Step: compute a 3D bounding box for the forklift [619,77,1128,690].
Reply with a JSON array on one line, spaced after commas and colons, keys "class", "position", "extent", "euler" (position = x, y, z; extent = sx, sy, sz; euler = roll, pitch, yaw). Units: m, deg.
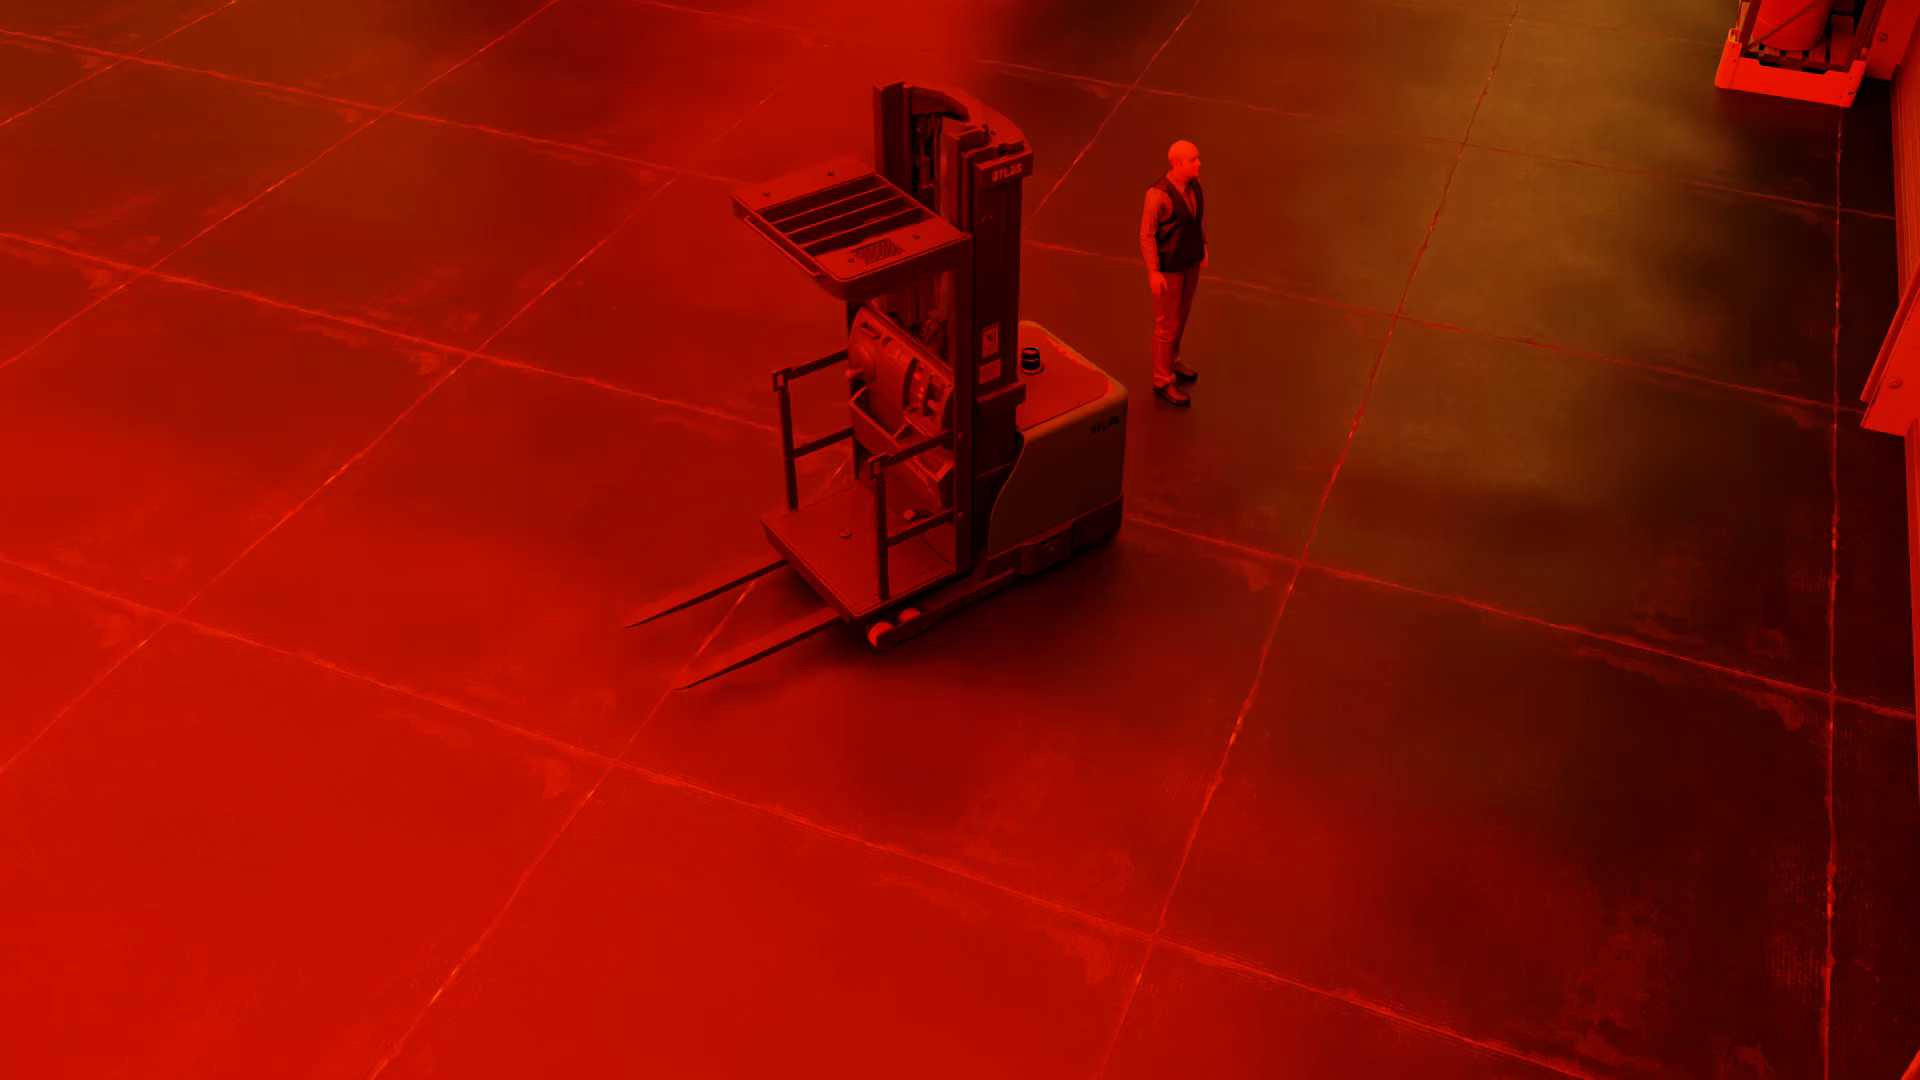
[{"class": "forklift", "position": [-0.500, -0.881, 9.058], "extent": [3.031, 2.935, 1.130], "euler": [-24, 46, -26]}]

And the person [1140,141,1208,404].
[{"class": "person", "position": [1.498, -1.813, 11.107], "extent": [0.566, 1.725, 0.639], "euler": [27, 47, 28]}]
